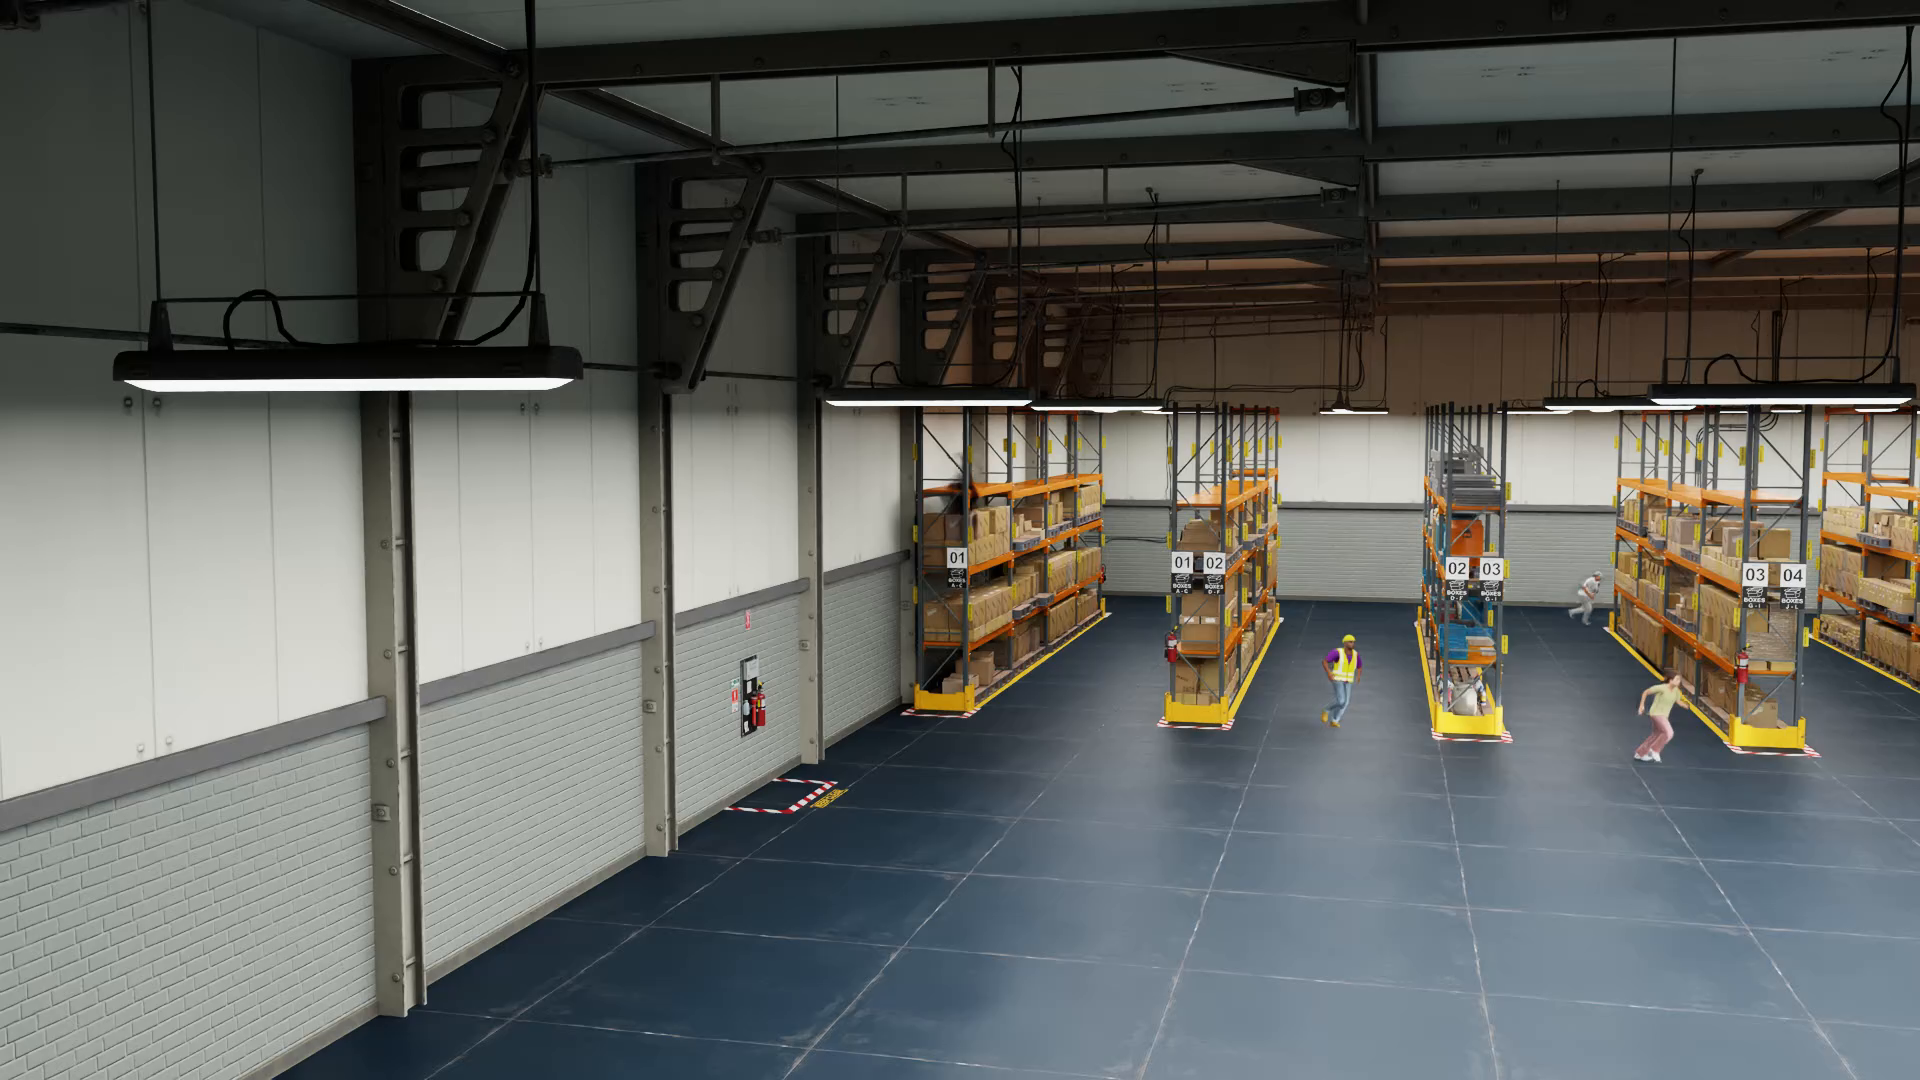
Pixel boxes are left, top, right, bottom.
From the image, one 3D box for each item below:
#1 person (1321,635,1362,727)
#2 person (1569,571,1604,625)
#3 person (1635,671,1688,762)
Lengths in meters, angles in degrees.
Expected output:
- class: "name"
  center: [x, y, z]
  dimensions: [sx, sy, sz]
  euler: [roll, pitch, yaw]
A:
- class: "person"
  center: [7.105, 2.605, 30.748]
  dimensions: [0.743, 1.712, 0.561]
  euler: [-2, 5, -21]
- class: "person"
  center: [17.376, 1.589, 46.066]
  dimensions: [0.612, 1.491, 0.946]
  euler: [-4, 6, -44]
- class: "person"
  center: [11.586, 2.911, 27.455]
  dimensions: [0.591, 1.538, 0.903]
  euler: [-3, 5, -33]
